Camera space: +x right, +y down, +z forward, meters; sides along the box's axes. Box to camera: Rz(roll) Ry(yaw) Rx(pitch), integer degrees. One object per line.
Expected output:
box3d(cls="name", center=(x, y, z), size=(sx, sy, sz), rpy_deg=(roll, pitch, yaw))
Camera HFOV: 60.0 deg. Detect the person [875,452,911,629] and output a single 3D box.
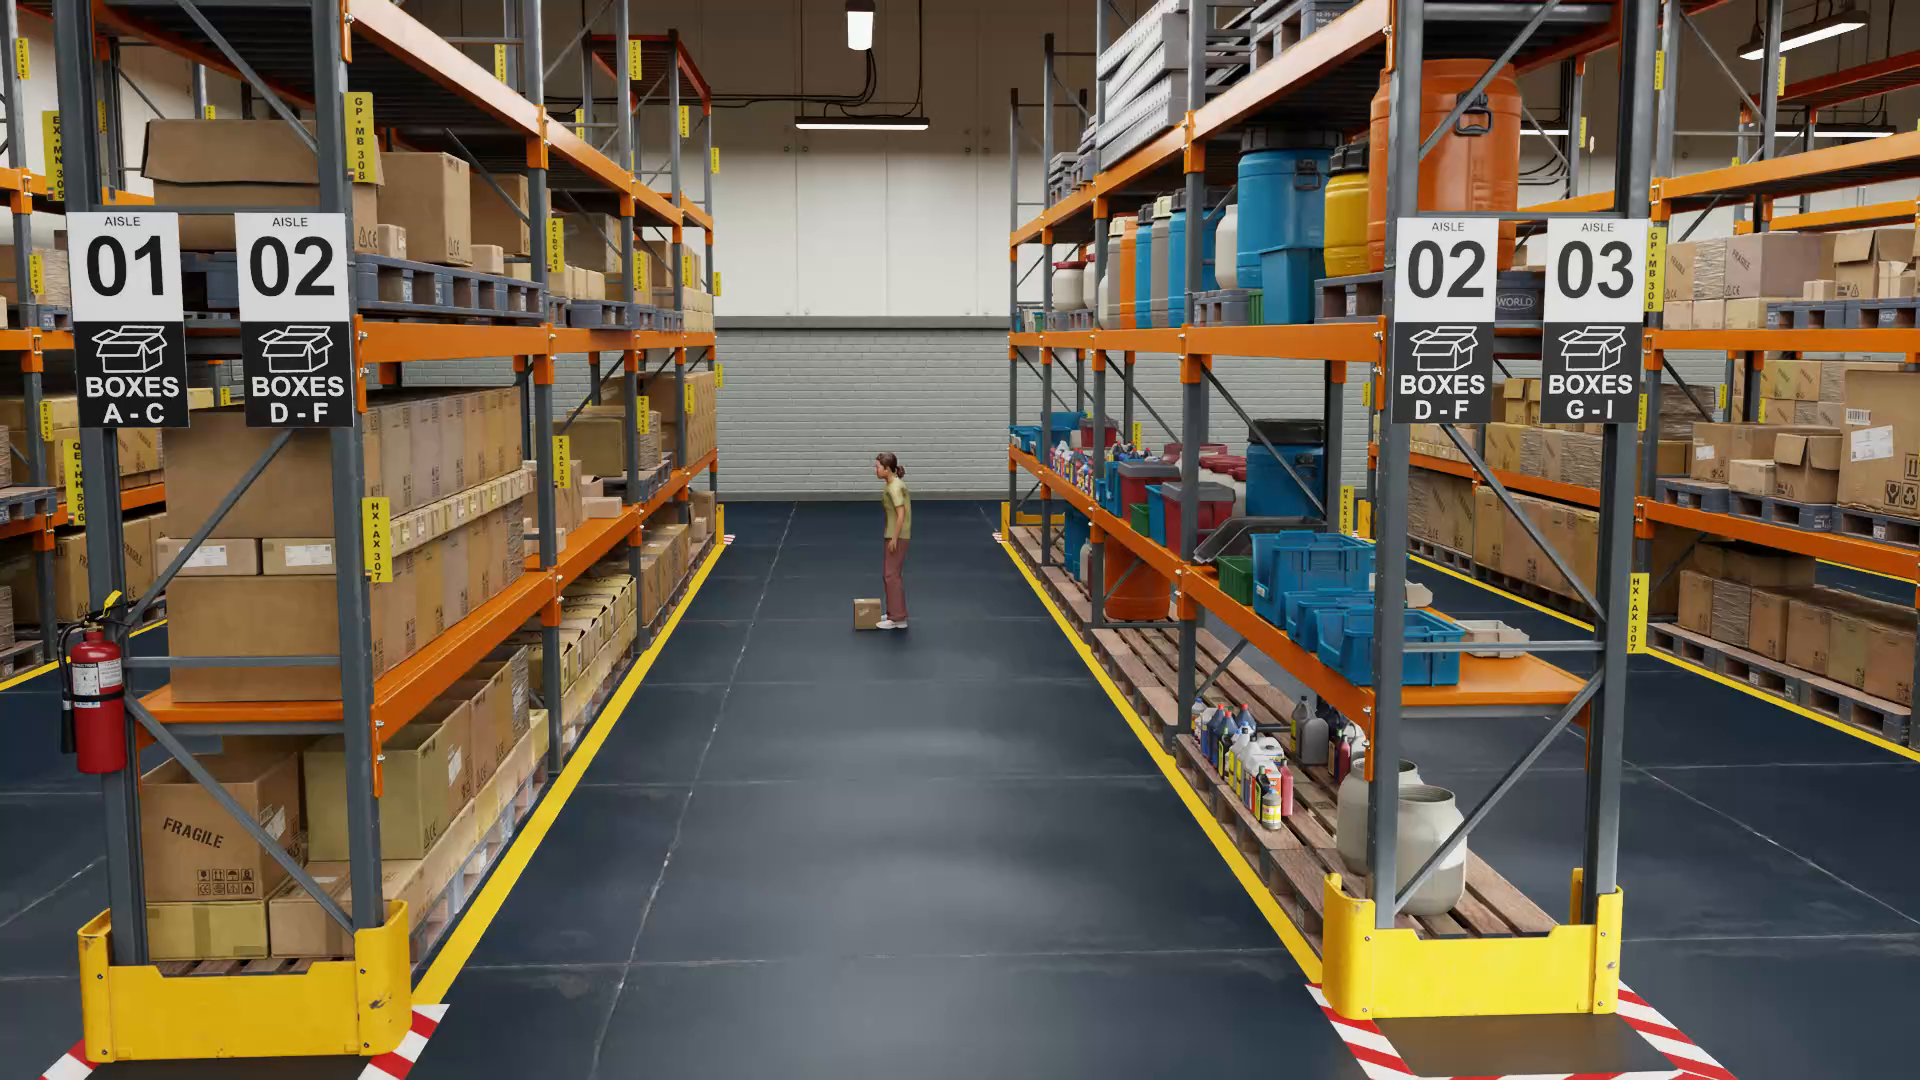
box3d(cls="person", center=(-0.636, -0.004, 15.793), size=(0.351, 1.672, 0.507), rpy_deg=(-1, 7, -5))
